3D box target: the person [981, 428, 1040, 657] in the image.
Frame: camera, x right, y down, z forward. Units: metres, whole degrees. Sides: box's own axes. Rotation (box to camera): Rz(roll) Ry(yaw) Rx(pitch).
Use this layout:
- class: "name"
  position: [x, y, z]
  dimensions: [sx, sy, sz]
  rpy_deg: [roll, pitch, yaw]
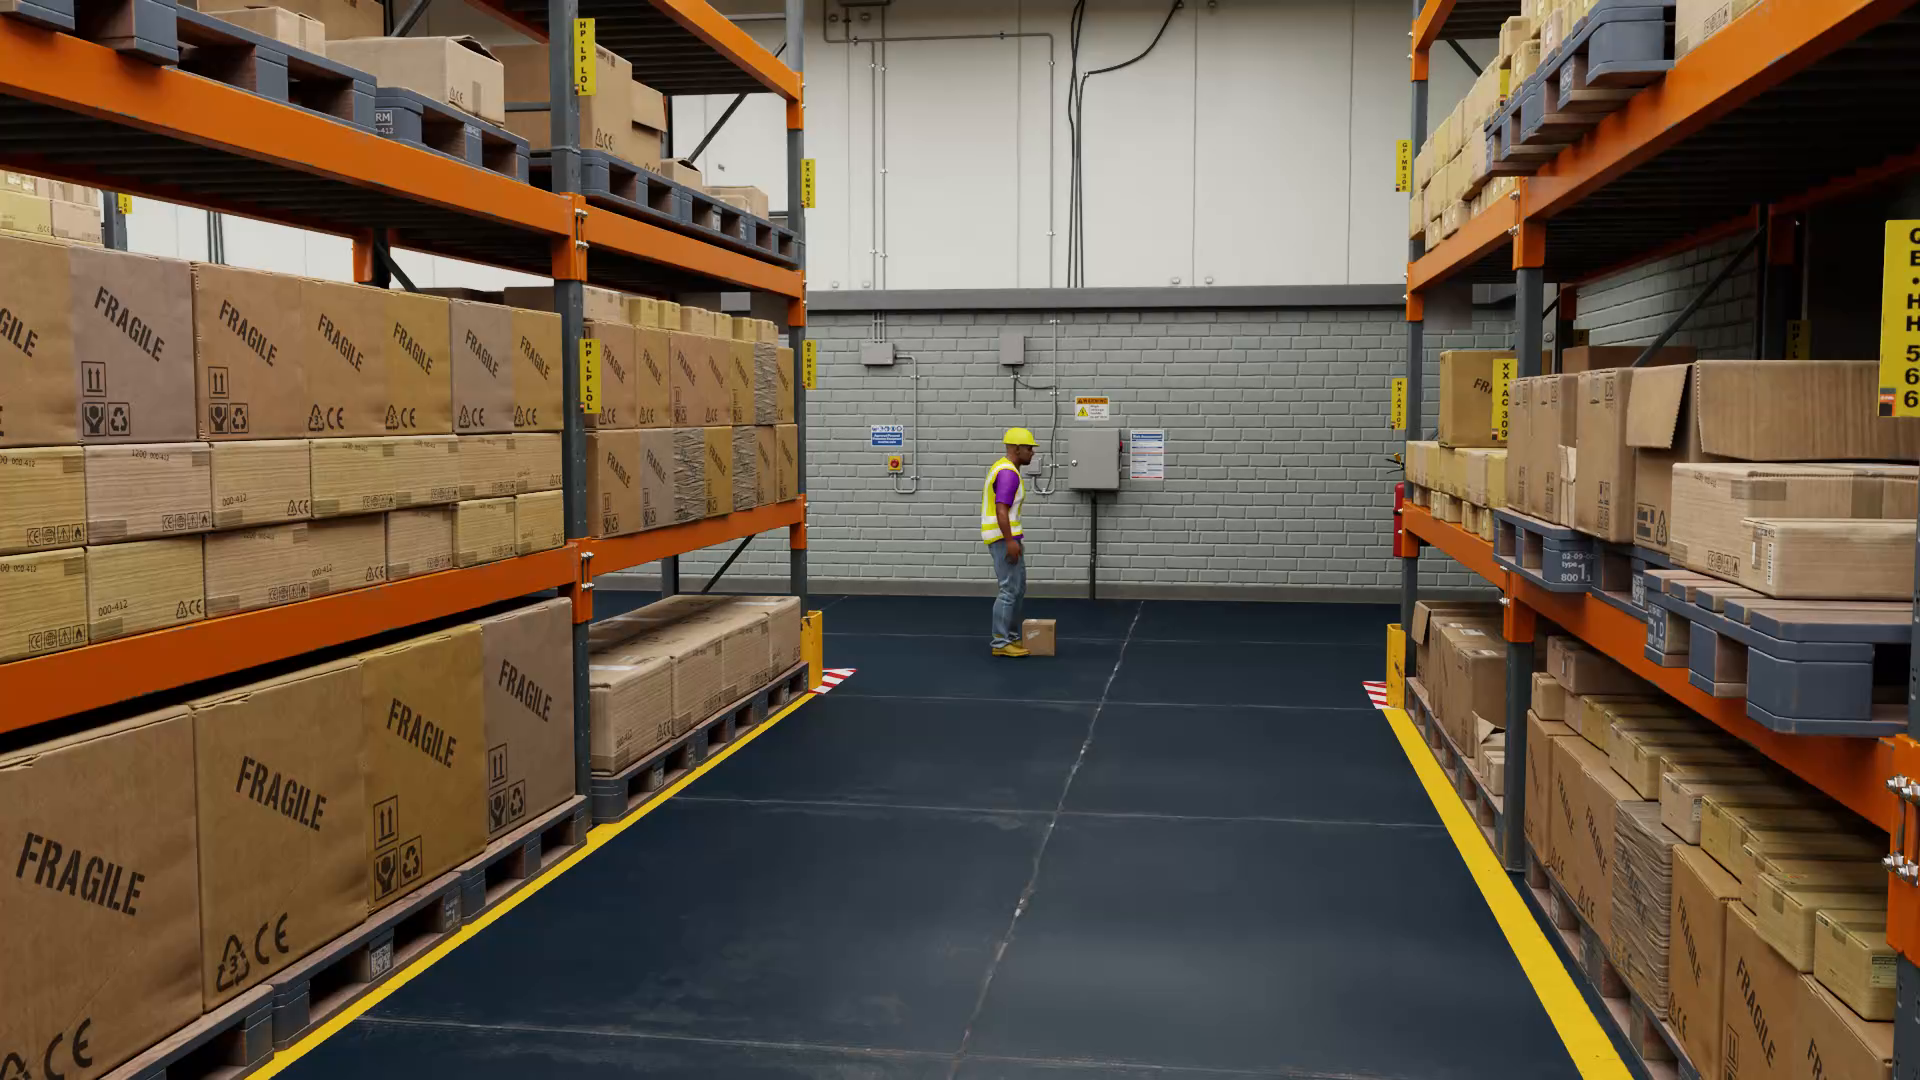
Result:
- class: "person"
  position: [0.396, 0.005, 12.957]
  dimensions: [0.456, 1.761, 0.636]
  rpy_deg: [0, 4, 6]
